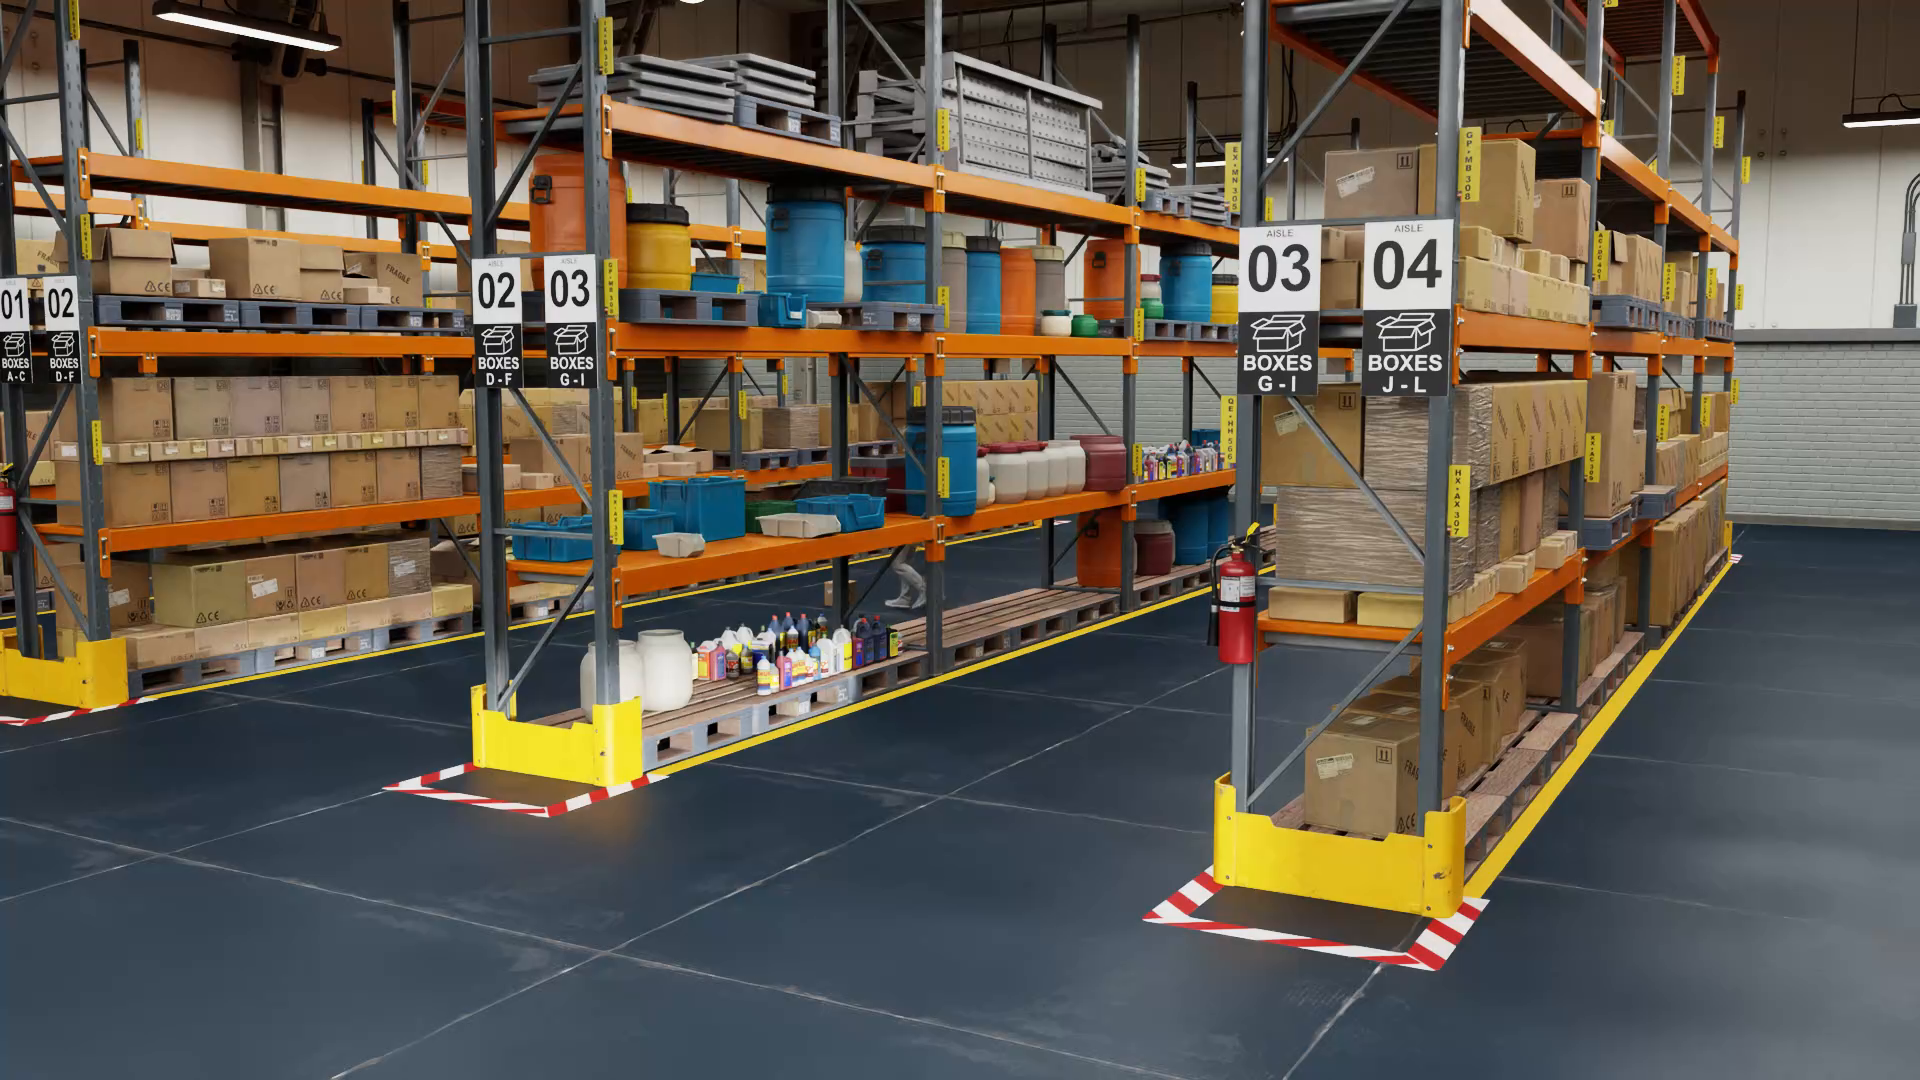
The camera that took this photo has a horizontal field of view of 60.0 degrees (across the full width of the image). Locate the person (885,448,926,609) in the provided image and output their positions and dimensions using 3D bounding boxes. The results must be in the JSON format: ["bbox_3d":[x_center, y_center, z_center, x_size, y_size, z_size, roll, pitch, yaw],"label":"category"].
[{"bbox_3d":[-0.526,-0.115,17.227,0.627,1.681,0.497,3,7,23],"label":"person"}]
